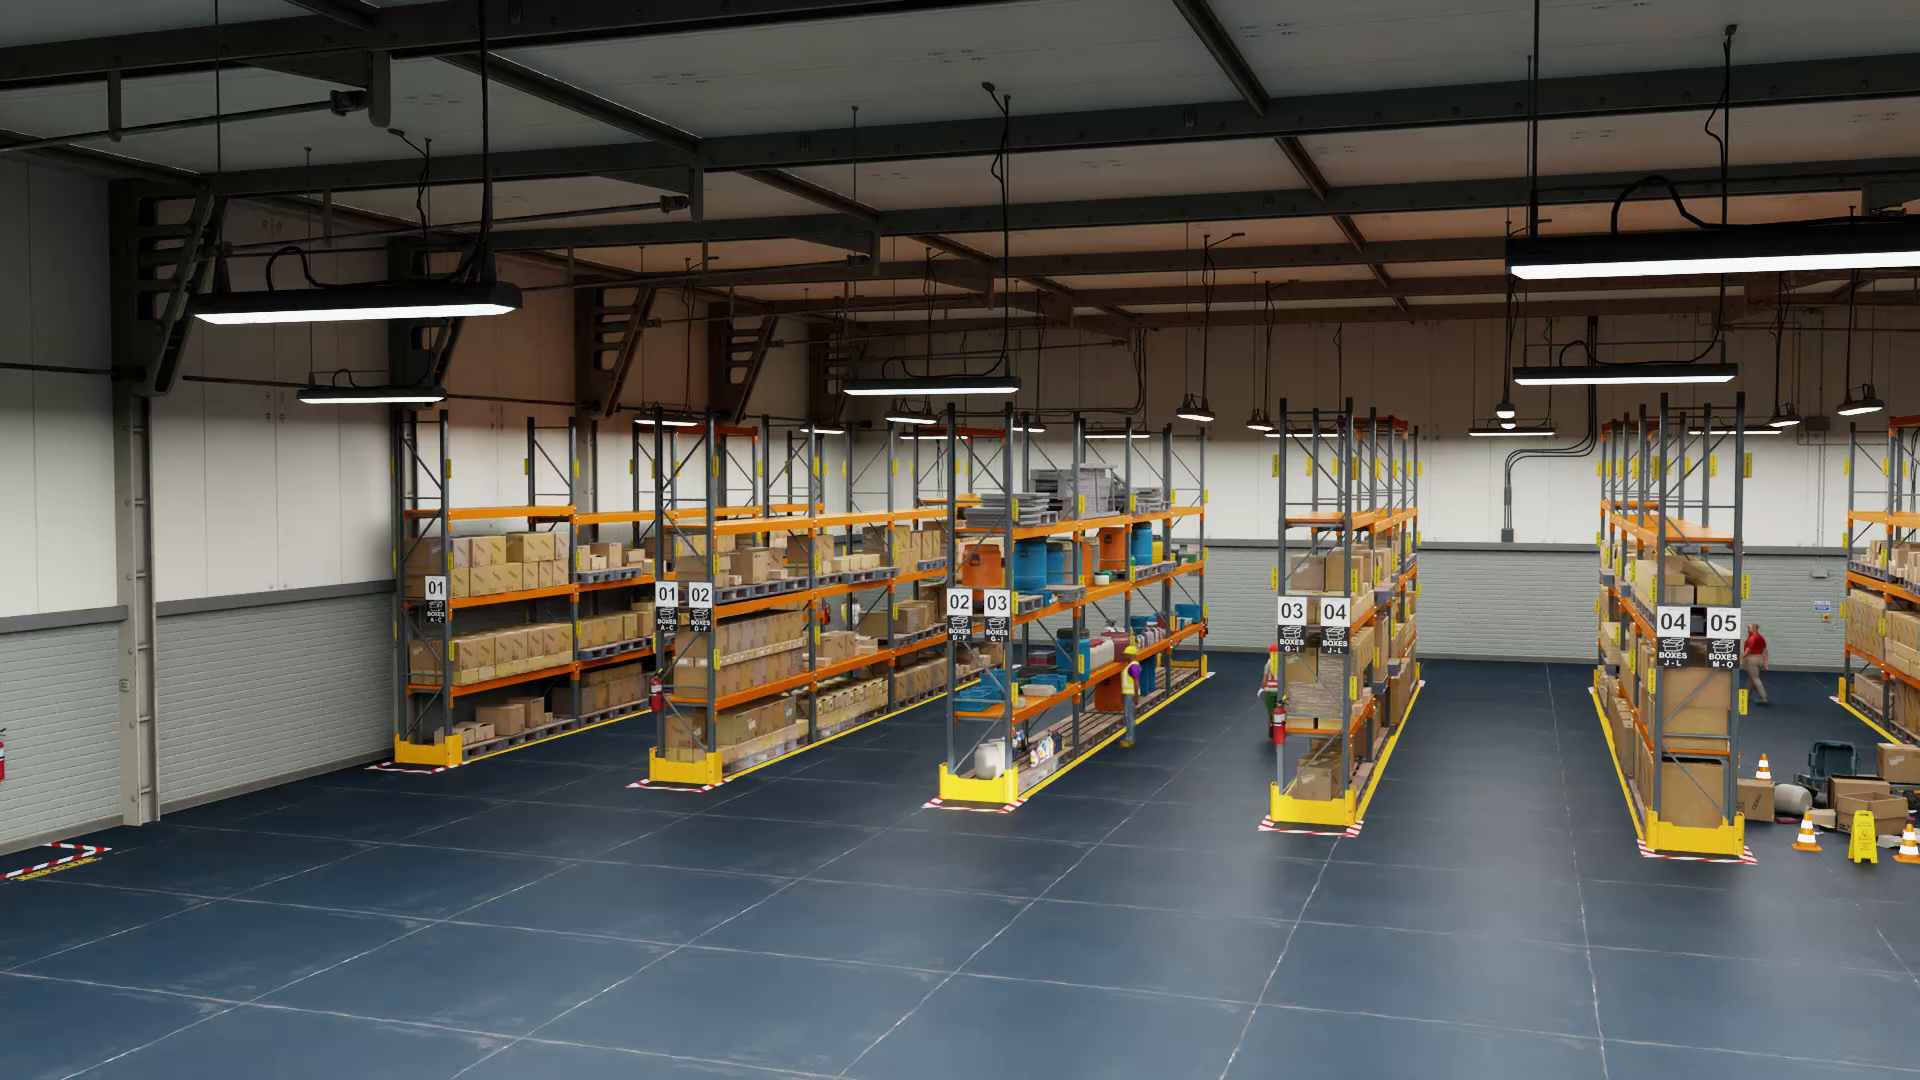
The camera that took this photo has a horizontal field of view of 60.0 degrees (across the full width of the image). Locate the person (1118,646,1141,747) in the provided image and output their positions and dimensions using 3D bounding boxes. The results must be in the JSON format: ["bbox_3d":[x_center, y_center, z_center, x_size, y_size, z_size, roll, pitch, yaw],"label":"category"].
[{"bbox_3d":[3.048,2.825,30.162,0.448,1.784,0.665,0,2,-3],"label":"person"}]

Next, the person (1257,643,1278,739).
[{"bbox_3d":[5.775,2.801,30.622,0.580,1.831,0.468,-1,3,-18],"label":"person"}]

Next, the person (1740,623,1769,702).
[{"bbox_3d":[16.950,2.610,35.653,0.683,1.679,0.972,-1,3,-20],"label":"person"}]

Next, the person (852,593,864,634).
[{"bbox_3d":[-2.714,2.269,44.105,0.521,1.712,0.472,1,3,26],"label":"person"}]

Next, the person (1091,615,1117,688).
[{"bbox_3d":[3.330,2.547,37.845,0.522,1.690,0.511,-2,3,-33],"label":"person"}]
